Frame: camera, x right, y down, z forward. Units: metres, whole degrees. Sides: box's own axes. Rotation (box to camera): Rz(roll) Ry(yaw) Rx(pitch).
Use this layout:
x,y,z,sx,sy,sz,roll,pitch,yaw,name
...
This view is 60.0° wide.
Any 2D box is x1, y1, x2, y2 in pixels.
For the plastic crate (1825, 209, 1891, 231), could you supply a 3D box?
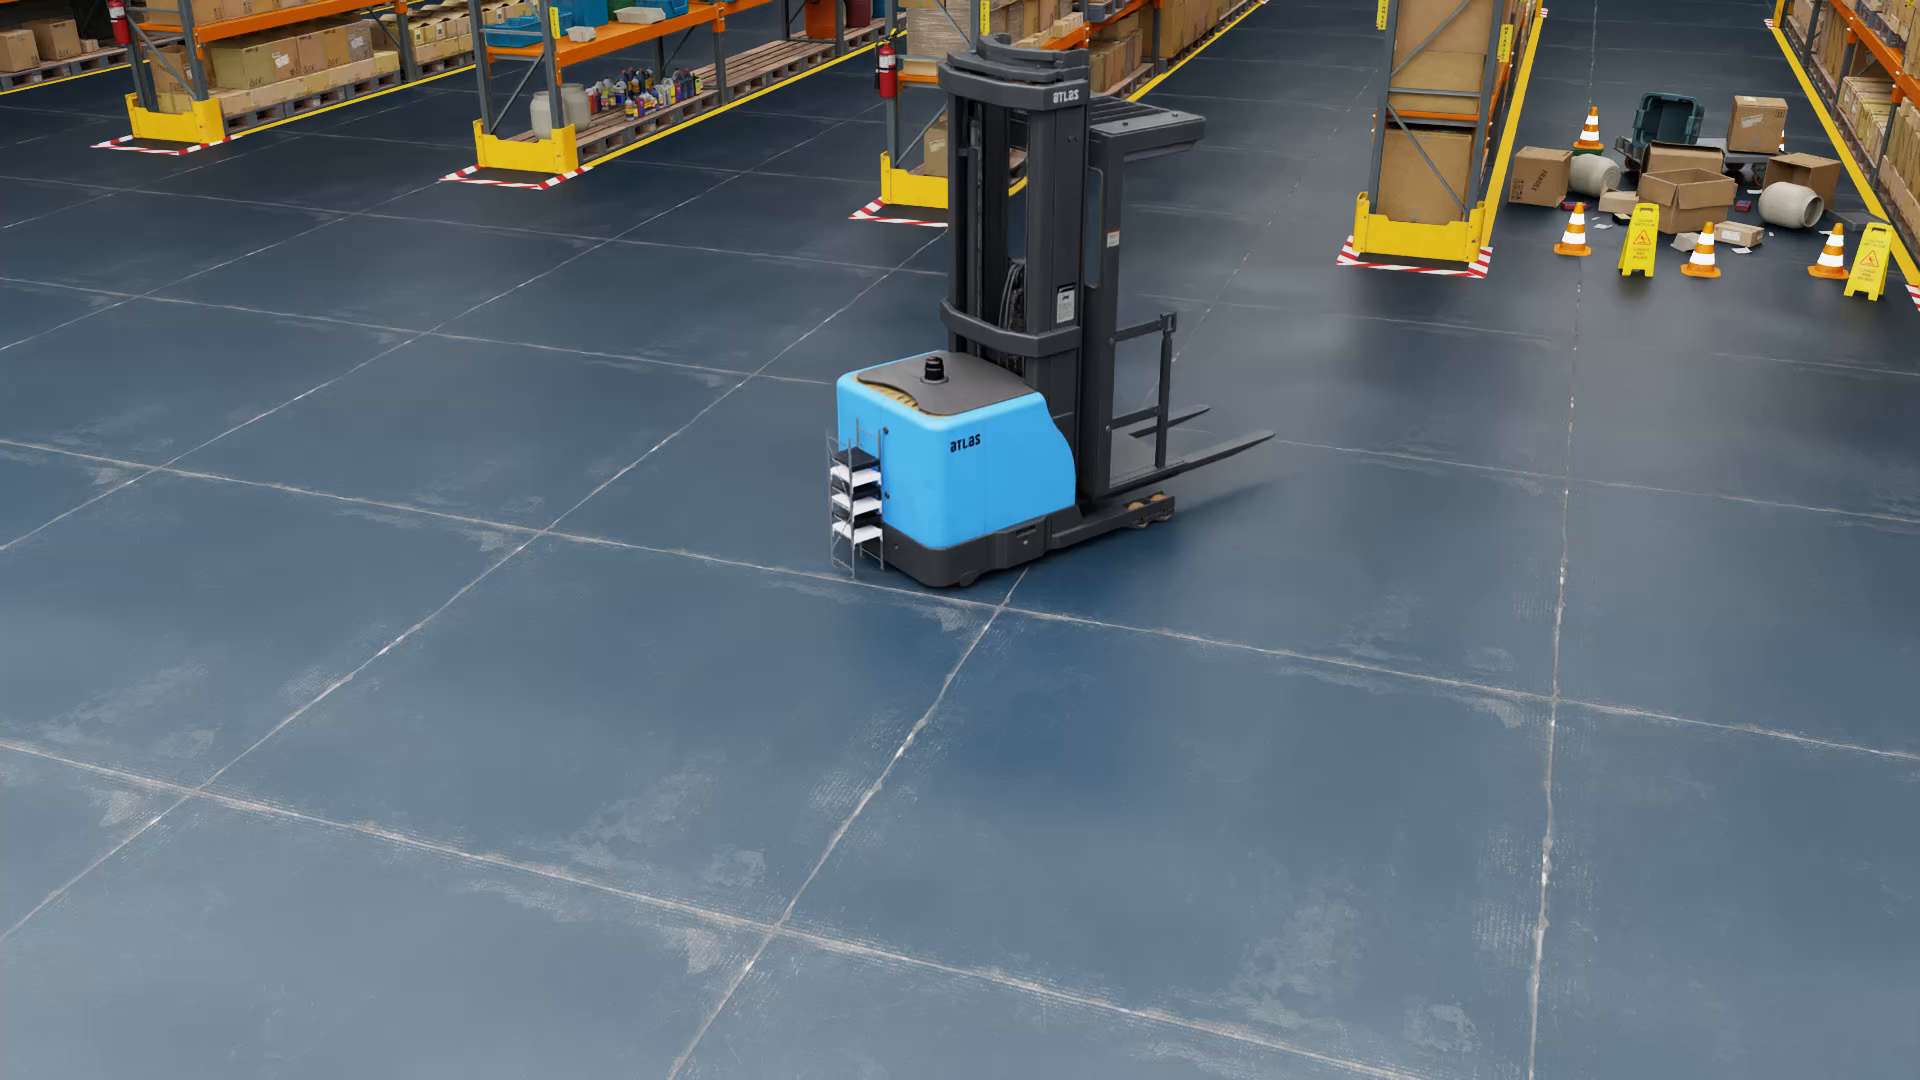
x,y,z,sx,sy,sz,roll,pitch,yaw,name
9.112,-3.248,16.866,0.402,0.080,0.583,0,26,-1,plastic crate

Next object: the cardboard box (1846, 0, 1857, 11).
x,y,z,sx,sy,sz,roll,pitch,yaw,name
11.662,-6.910,21.252,0.500,0.250,0.500,8,27,16,cardboard box

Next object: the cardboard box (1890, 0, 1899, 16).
x,y,z,sx,sy,sz,roll,pitch,yaw,name
10.686,-6.094,18.457,0.500,0.500,0.500,10,27,19,cardboard box

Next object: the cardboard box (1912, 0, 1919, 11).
x,y,z,sx,sy,sz,roll,pitch,yaw,name
10.057,-5.568,16.704,0.700,0.500,0.500,8,27,17,cardboard box

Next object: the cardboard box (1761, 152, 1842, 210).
x,y,z,sx,sy,sz,roll,pitch,yaw,name
8.768,-3.721,17.359,0.500,0.500,0.500,-14,29,-27,cardboard box

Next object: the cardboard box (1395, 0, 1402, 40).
x,y,z,sx,sy,sz,roll,pitch,yaw,name
4.631,-5.061,15.848,0.875,0.550,0.550,9,27,17,cardboard box

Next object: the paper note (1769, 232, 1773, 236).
x,y,z,sx,sy,sz,roll,pitch,yaw,name
8.058,-3.041,16.519,0.032,0.001,0.123,9,27,17,paper note

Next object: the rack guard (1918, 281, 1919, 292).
x,y,z,sx,sy,sz,roll,pitch,yaw,name
9.102,-2.351,14.531,1.175,0.500,0.348,9,27,17,rack guard

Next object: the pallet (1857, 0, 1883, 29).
x,y,z,sx,sy,sz,roll,pitch,yaw,name
11.602,-6.337,20.117,1.213,0.211,1.003,9,27,17,pallet

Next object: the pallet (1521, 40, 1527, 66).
x,y,z,sx,sy,sz,roll,pitch,yaw,name
8.111,-7.477,25.450,1.003,0.211,1.213,9,27,17,pallet

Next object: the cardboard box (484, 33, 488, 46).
x,y,z,sx,sy,sz,roll,pitch,yaw,name
-7.399,-7.677,25.336,0.500,0.250,0.500,9,27,18,cardboard box

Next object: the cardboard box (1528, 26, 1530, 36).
x,y,z,sx,sy,sz,roll,pitch,yaw,name
8.793,-8.061,26.246,0.380,0.149,0.250,8,27,15,cardboard box

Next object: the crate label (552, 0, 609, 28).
x,y,z,sx,sy,sz,roll,pitch,yaw,name
-4.582,-6.411,20.009,0.502,0.435,0.616,9,27,17,crate label

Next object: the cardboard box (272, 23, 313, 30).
x,y,z,sx,sy,sz,roll,pitch,yaw,name
-9.060,-6.696,22.451,0.500,0.500,0.500,9,27,17,cardboard box

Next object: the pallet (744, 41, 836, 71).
x,y,z,sx,sy,sz,roll,pitch,yaw,name
-2.571,-7.320,25.125,1.003,0.211,1.213,9,27,17,pallet

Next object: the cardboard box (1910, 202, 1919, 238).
x,y,z,sx,sy,sz,roll,pitch,yaw,name
9.272,-2.979,15.634,0.500,0.250,0.500,9,27,18,cardboard box

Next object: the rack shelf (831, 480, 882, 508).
x,y,z,sx,sy,sz,roll,pitch,yaw,name
-0.611,-0.287,9.681,0.200,0.077,0.258,-19,31,-33,rack shelf

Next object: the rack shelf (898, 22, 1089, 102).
x,y,z,sx,sy,sz,roll,pitch,yaw,name
0.397,-5.380,18.744,1.077,0.370,4.000,9,27,17,rack shelf

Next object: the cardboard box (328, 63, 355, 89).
x,y,z,sx,sy,sz,roll,pitch,yaw,name
-8.554,-6.281,22.454,0.500,0.250,0.500,9,27,17,cardboard box

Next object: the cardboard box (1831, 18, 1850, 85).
x,y,z,sx,sy,sz,roll,pitch,yaw,name
12.348,-6.602,22.401,0.875,0.875,0.875,9,27,18,cardboard box

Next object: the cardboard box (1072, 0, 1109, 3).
x,y,z,sx,sy,sz,roll,pitch,yaw,name
1.459,-7.291,20.695,1.000,1.000,1.000,9,27,18,cardboard box

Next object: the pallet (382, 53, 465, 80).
x,y,z,sx,sy,sz,roll,pitch,yaw,name
-8.069,-7.017,24.500,1.003,0.211,1.213,9,27,17,pallet

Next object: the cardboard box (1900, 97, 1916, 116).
x,y,z,sx,sy,sz,roll,pitch,yaw,name
9.859,-4.423,17.012,0.380,0.149,0.250,9,27,18,cardboard box

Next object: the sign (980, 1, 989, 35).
x,y,z,sx,sy,sz,roll,pitch,yaw,name
0.243,-5.193,16.539,0.100,0.325,0.005,9,27,17,sign

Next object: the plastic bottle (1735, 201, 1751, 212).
x,y,z,sx,sy,sz,roll,pitch,yaw,name
8.210,-3.507,17.424,0.133,0.061,0.283,14,29,26,plastic bottle

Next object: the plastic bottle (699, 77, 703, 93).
x,y,z,sx,sy,sz,roll,pitch,yaw,name
-3.435,-5.988,21.881,0.097,0.201,0.097,0,26,0,plastic bottle

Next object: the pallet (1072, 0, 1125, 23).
x,y,z,sx,sy,sz,roll,pitch,yaw,name
1.454,-6.732,20.932,1.003,0.211,1.213,9,27,17,pallet

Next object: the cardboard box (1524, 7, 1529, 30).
x,y,z,sx,sy,sz,roll,pitch,yaw,name
7.841,-7.468,23.758,0.500,0.250,0.500,9,27,18,cardboard box

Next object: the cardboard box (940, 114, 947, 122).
x,y,z,sx,sy,sz,roll,pitch,yaw,name
0.122,-4.450,18.386,0.500,0.500,0.500,17,30,31,cardboard box

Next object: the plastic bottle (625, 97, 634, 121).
x,y,z,sx,sy,sz,roll,pitch,yaw,name
-4.042,-5.270,20.318,0.097,0.271,0.097,0,26,0,plastic bottle

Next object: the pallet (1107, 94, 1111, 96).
x,y,z,sx,sy,sz,roll,pitch,yaw,name
1.320,-5.590,21.554,1.003,0.211,1.213,9,27,17,pallet

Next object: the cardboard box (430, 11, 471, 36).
x,y,z,sx,sy,sz,roll,pitch,yaw,name
-7.563,-7.719,24.780,0.500,0.311,0.500,8,27,16,cardboard box

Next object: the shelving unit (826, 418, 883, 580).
x,y,z,sx,sy,sz,roll,pitch,yaw,name
-0.611,-0.236,9.705,0.210,0.900,0.258,-19,31,-33,shelving unit

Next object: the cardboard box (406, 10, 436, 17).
x,y,z,sx,sy,sz,roll,pitch,yaw,name
-8.078,-7.795,24.937,0.500,0.311,0.500,9,27,17,cardboard box

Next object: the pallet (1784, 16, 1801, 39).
x,y,z,sx,sy,sz,roll,pitch,yaw,name
14.209,-8.425,27.408,1.003,0.211,1.213,9,27,17,pallet

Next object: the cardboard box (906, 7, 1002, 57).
x,y,z,sx,sy,sz,roll,pitch,yaw,name
-0.060,-5.282,17.262,0.875,0.500,0.500,9,27,17,cardboard box

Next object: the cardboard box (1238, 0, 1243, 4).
x,y,z,sx,sy,sz,roll,pitch,yaw,name
4.616,-10.041,29.502,0.875,0.875,0.875,9,27,17,cardboard box

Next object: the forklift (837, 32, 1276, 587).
x,y,z,sx,sy,sz,roll,pitch,yaw,name
0.734,-1.550,10.089,3.031,2.935,1.130,-19,31,-33,forklift

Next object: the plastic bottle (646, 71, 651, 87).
x,y,z,sx,sy,sz,roll,pitch,yaw,name
-4.109,-6.000,21.811,0.061,0.283,0.133,9,27,17,plastic bottle

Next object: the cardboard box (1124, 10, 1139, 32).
x,y,z,sx,sy,sz,roll,pitch,yaw,name
2.199,-7.300,23.388,0.500,0.250,0.500,10,28,20,cardboard box

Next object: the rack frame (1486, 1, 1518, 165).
x,y,z,sx,sy,sz,roll,pitch,yaw,name
5.706,-5.764,18.714,1.000,3.000,0.127,9,27,17,rack frame

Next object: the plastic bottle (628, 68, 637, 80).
x,y,z,sx,sy,sz,roll,pitch,yaw,name
-4.268,-5.978,21.689,0.144,0.351,0.185,10,27,19,plastic bottle

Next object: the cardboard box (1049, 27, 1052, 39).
x,y,z,sx,sy,sz,roll,pitch,yaw,name
0.851,-5.883,19.247,0.380,0.149,0.250,9,27,17,cardboard box

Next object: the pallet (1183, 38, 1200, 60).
x,y,z,sx,sy,sz,roll,pitch,yaw,name
3.135,-7.727,25.966,1.003,0.211,1.213,9,27,17,pallet

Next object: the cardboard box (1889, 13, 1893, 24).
x,y,z,sx,sy,sz,roll,pitch,yaw,name
10.672,-5.833,18.661,0.380,0.149,0.250,9,27,17,cardboard box

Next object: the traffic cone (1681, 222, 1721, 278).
x,y,z,sx,sy,sz,roll,pitch,yaw,name
6.843,-2.688,15.270,0.336,0.463,0.334,9,27,17,traffic cone

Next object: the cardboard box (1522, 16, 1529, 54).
x,y,z,sx,sy,sz,roll,pitch,yaw,name
8.189,-7.565,24.818,0.500,0.500,0.500,8,27,16,cardboard box

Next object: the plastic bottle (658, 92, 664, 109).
x,y,z,sx,sy,sz,roll,pitch,yaw,name
-3.793,-5.545,20.967,0.097,0.201,0.097,0,26,0,plastic bottle

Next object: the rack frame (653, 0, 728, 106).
x,y,z,sx,sy,sz,roll,pitch,yaw,name
-3.608,-7.244,21.769,1.000,3.000,0.127,9,27,17,rack frame

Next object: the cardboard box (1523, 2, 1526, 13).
x,y,z,sx,sy,sz,roll,pitch,yaw,name
6.973,-7.025,21.201,0.500,0.500,0.500,9,27,17,cardboard box

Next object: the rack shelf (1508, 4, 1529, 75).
x,y,z,sx,sy,sz,roll,pitch,yaw,name
6.372,-6.263,20.568,1.077,0.370,4.000,9,27,17,rack shelf

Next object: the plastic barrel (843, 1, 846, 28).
x,y,z,sx,sy,sz,roll,pitch,yaw,name
-2.027,-8.405,26.541,0.421,0.512,0.421,0,26,0,plastic barrel

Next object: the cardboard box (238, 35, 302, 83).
x,y,z,sx,sy,sz,roll,pitch,yaw,name
-8.902,-6.210,21.446,0.500,0.500,0.500,9,27,17,cardboard box

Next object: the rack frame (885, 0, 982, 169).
x,y,z,sx,sy,sz,roll,pitch,yaw,name
-0.268,-4.882,16.890,1.000,3.000,0.127,9,27,17,rack frame

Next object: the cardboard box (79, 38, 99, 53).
x,y,z,sx,sy,sz,roll,pitch,yaw,name
-13.100,-7.379,24.794,0.380,0.166,0.250,5,26,11,cardboard box
